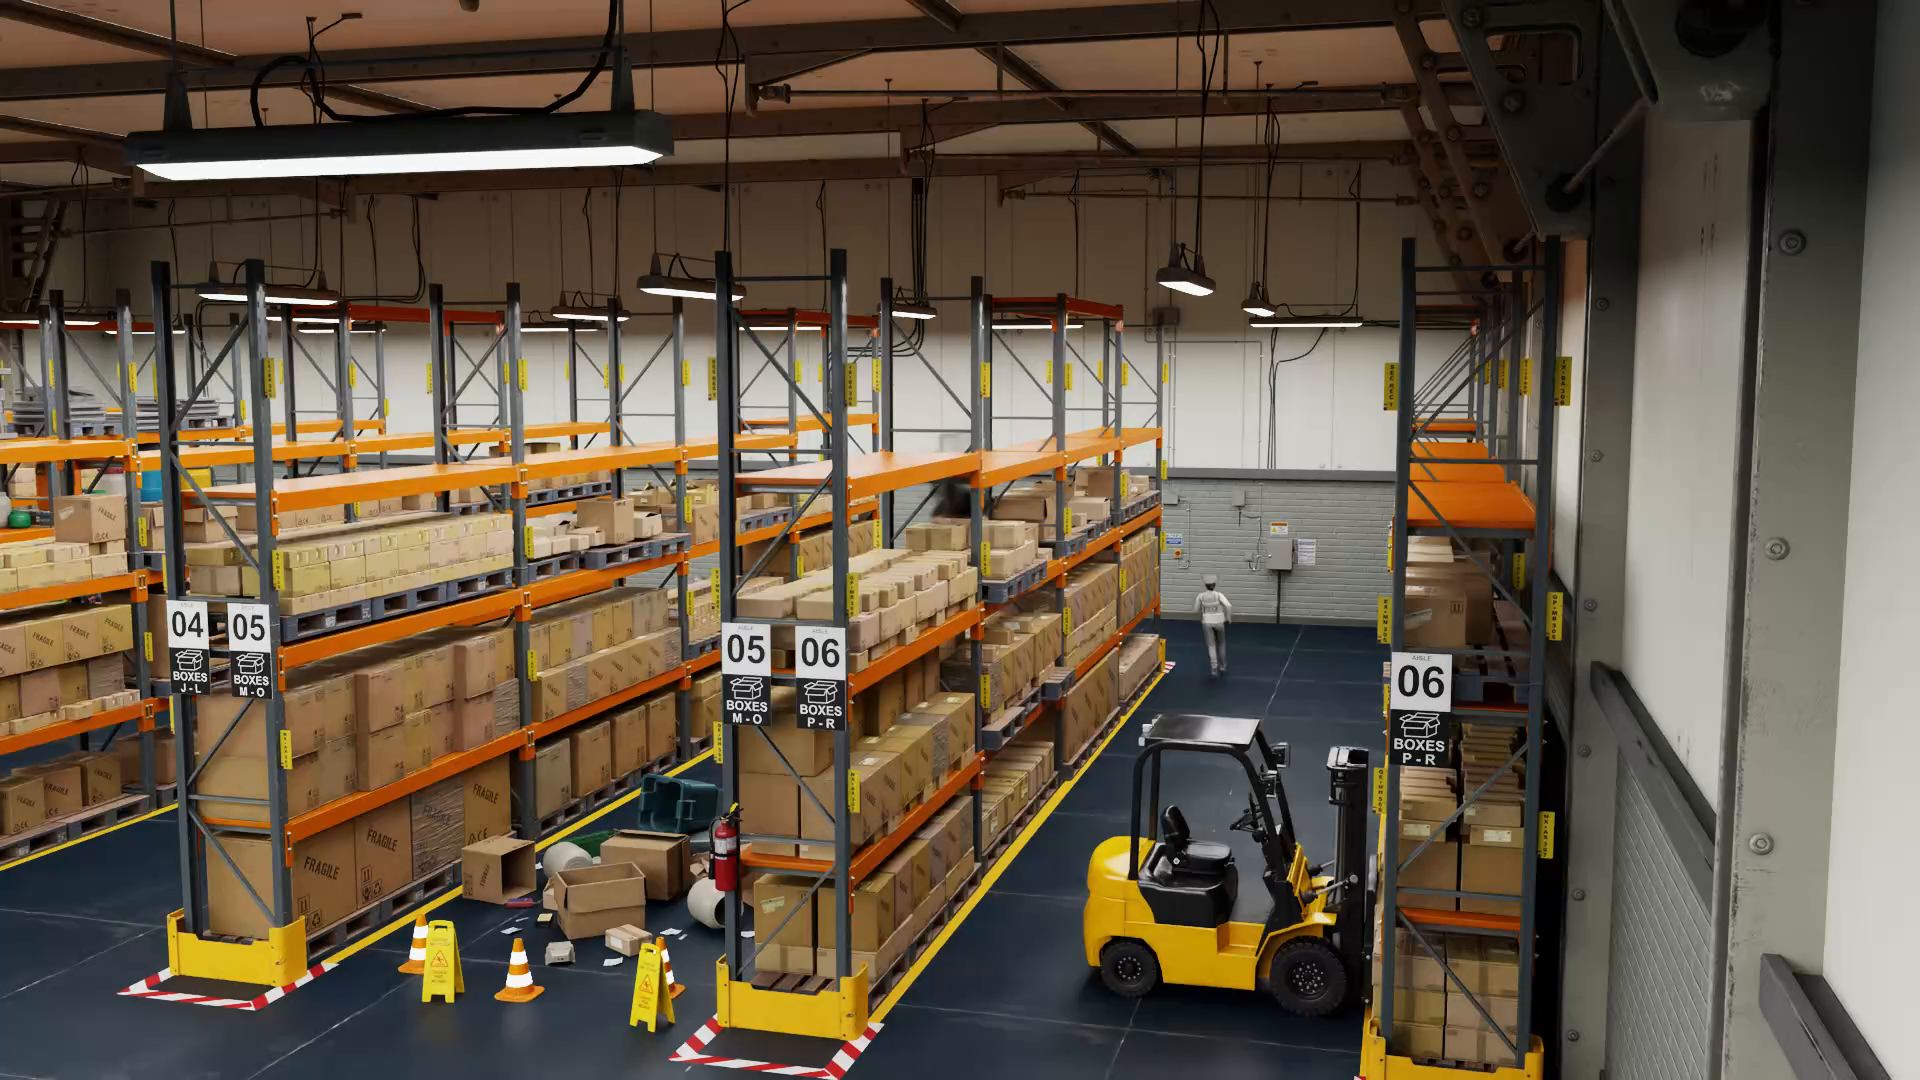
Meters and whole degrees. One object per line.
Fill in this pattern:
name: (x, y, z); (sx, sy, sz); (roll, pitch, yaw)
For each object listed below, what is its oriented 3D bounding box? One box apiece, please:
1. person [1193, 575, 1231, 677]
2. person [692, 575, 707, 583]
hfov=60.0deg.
person: (4.159, 1.401, 27.447); (0.637, 1.656, 0.942); (1, 6, 11)
person: (-4.242, 1.416, 27.558); (0.585, 1.719, 0.867); (3, 7, 24)
